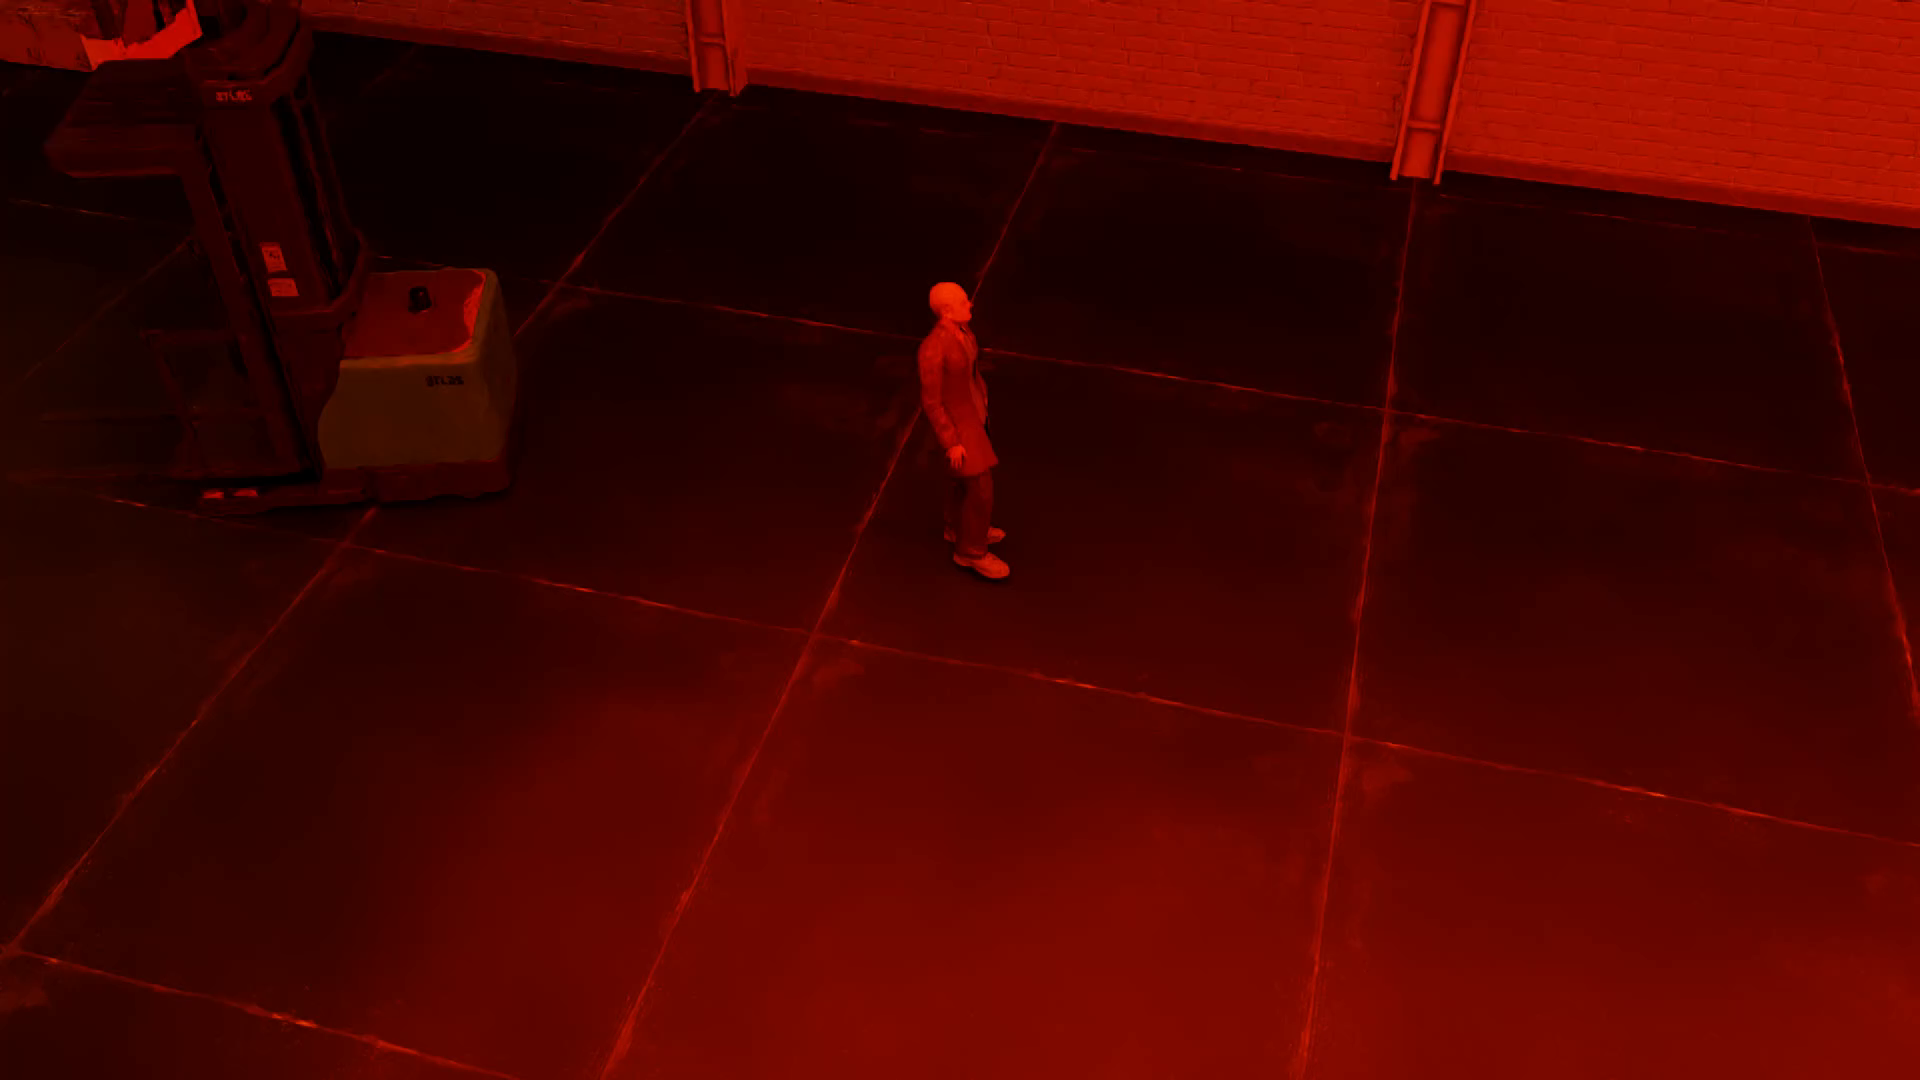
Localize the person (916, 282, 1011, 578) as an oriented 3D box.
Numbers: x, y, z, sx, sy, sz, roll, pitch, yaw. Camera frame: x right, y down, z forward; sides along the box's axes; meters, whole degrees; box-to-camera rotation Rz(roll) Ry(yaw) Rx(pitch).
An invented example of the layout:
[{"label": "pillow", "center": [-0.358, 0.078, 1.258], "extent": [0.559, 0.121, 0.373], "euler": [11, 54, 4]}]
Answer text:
[{"label": "person", "center": [0.085, -0.657, 9.473], "extent": [0.586, 1.775, 0.694], "euler": [10, 42, 11]}]

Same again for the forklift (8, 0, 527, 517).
[{"label": "forklift", "center": [-4.347, -1.608, 9.696], "extent": [3.031, 2.935, 1.130], "euler": [-3, 41, -4]}]
